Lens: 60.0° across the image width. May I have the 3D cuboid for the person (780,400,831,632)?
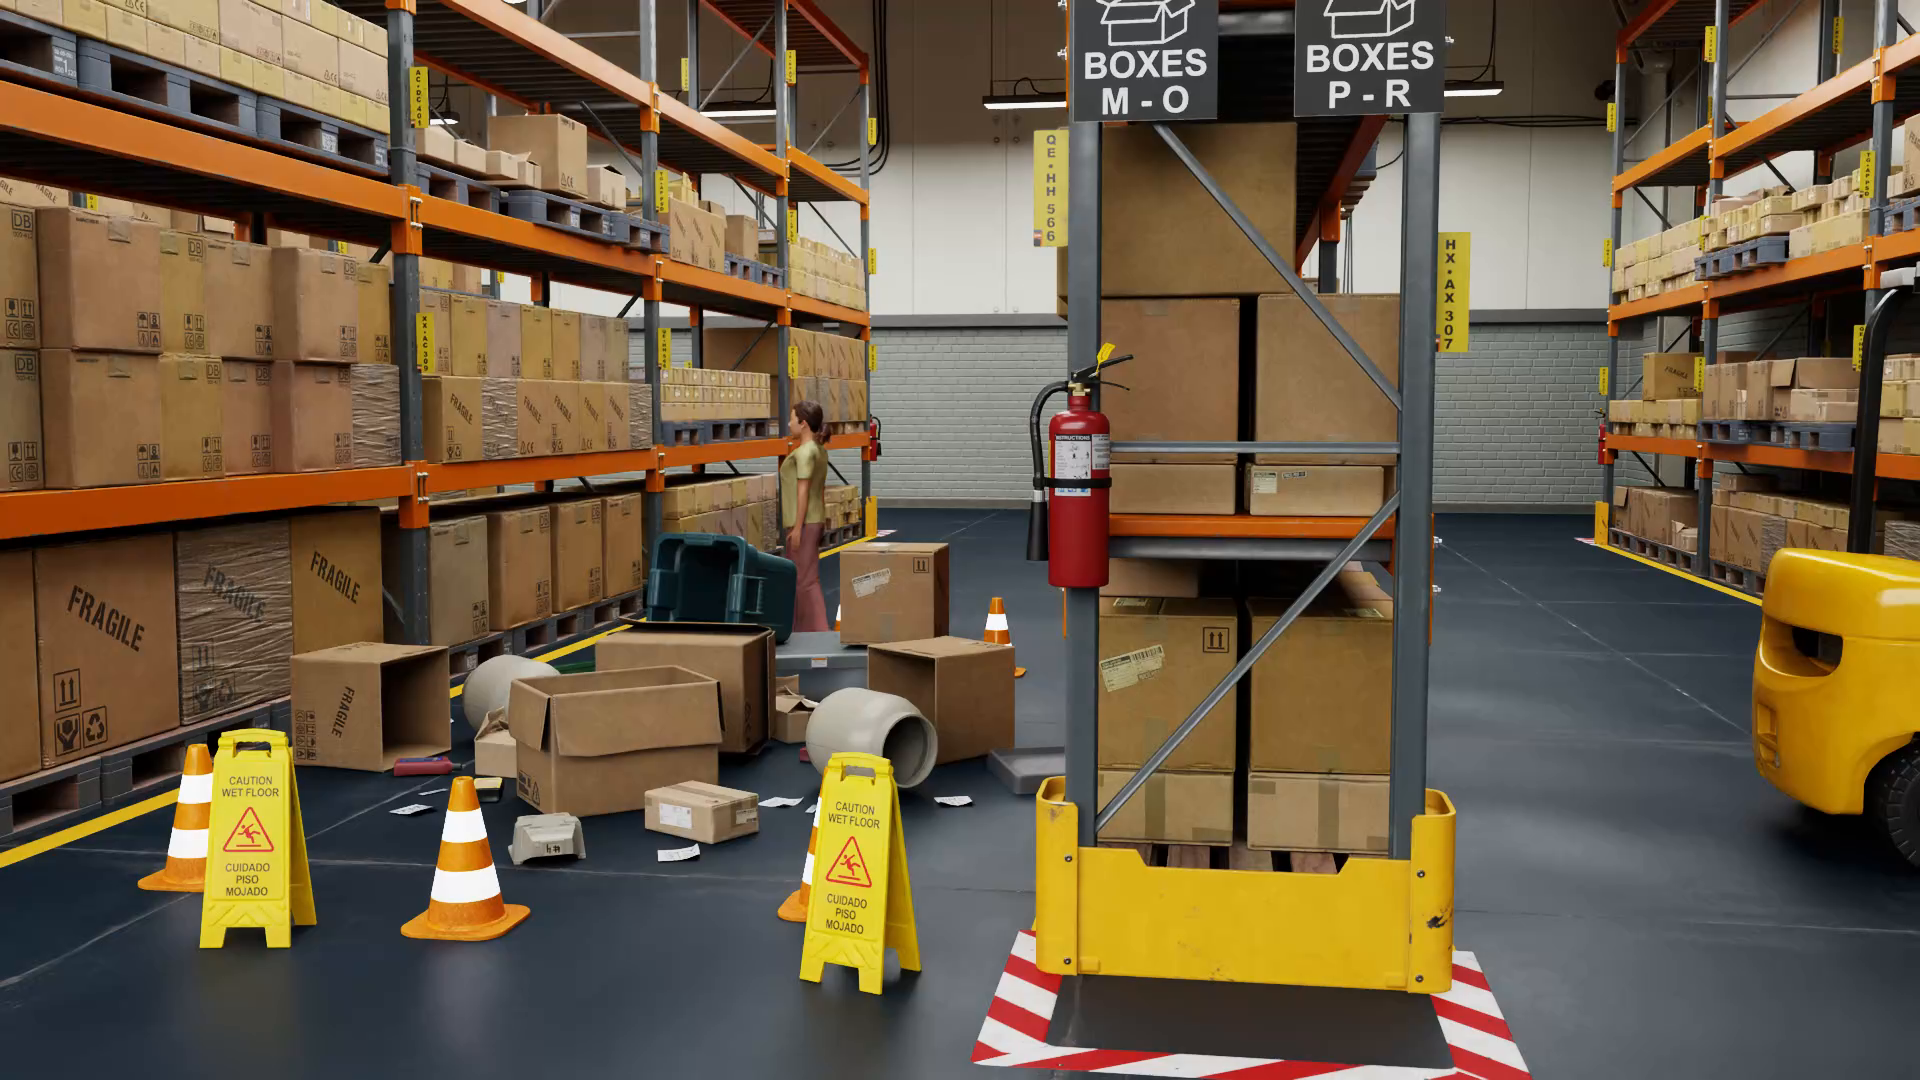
[{"bbox_3d":[-1.056,-0.065,10.749,0.479,1.669,0.441,1,5,9],"label":"person"}]
